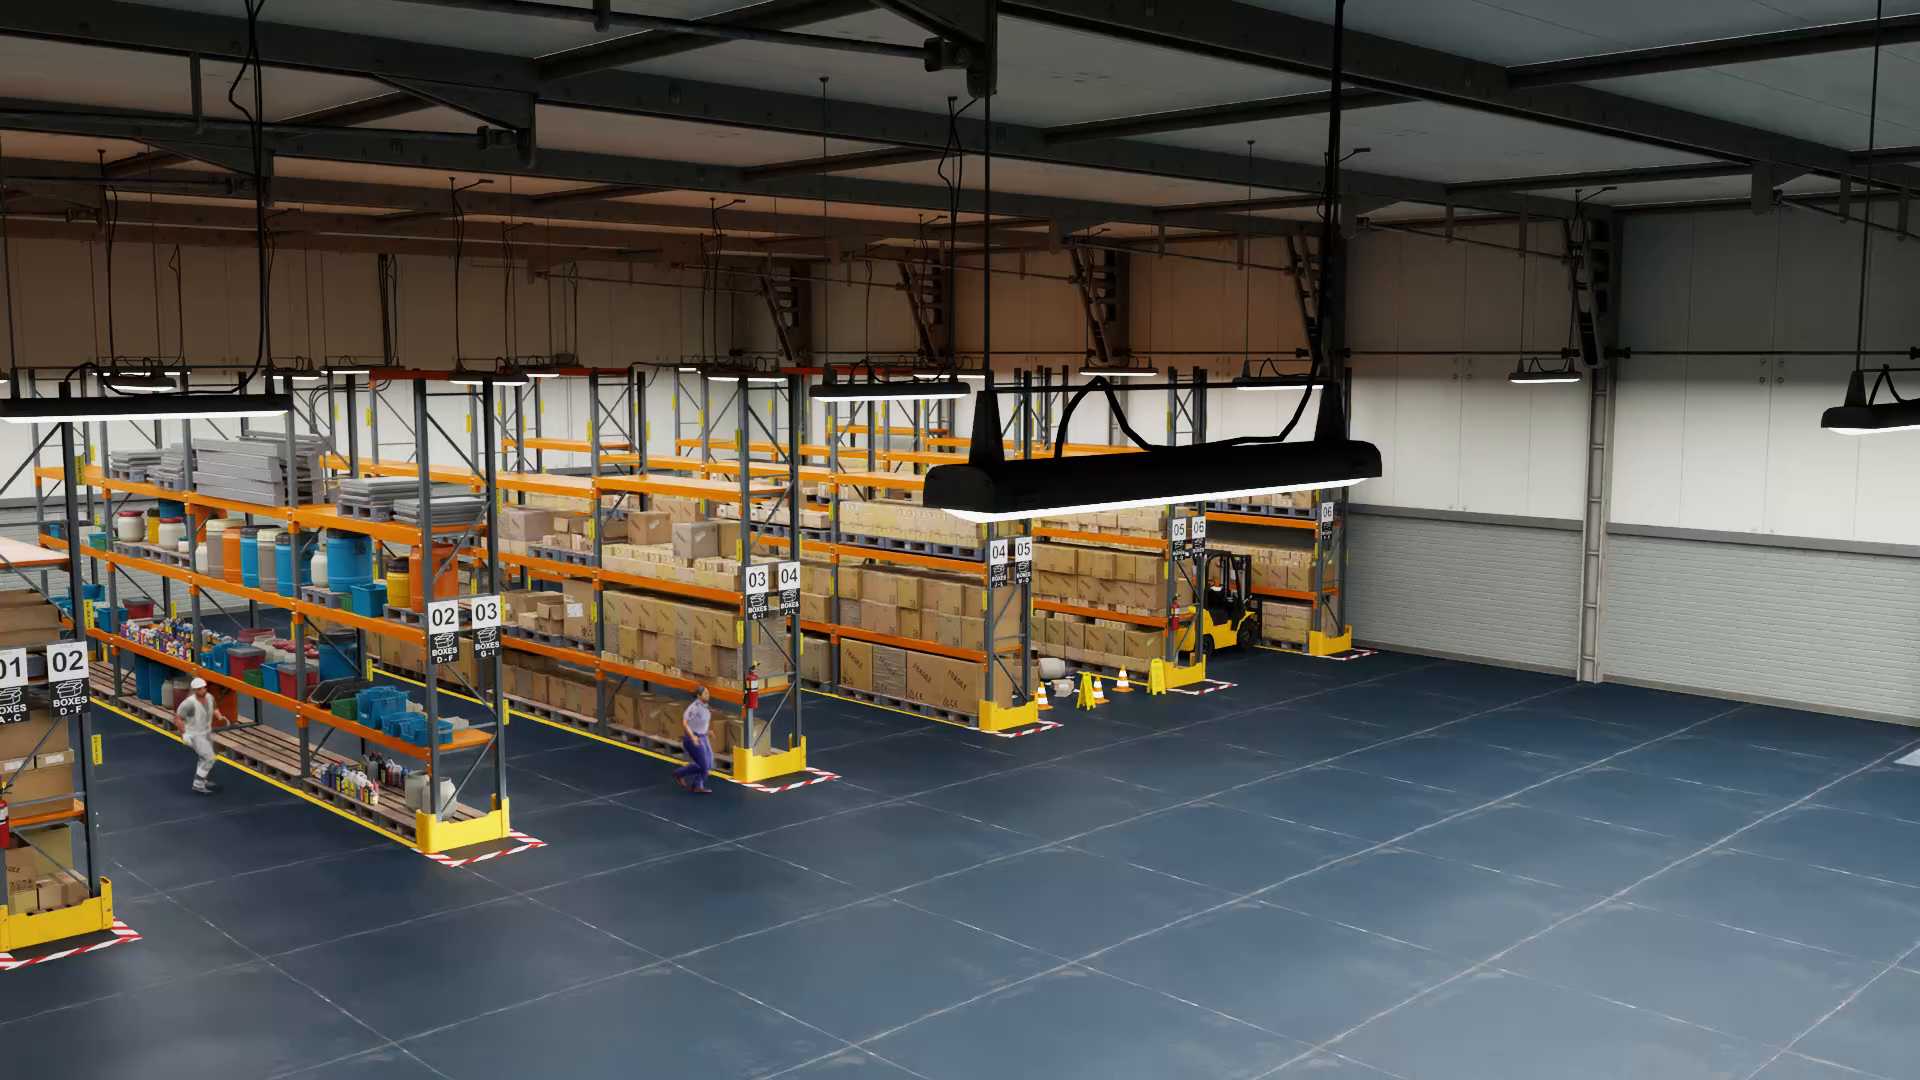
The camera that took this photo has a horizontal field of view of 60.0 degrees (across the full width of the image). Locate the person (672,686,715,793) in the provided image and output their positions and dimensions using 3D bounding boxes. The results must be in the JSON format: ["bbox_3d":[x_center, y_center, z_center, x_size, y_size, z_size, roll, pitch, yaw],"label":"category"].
[{"bbox_3d":[-3.833,2.868,23.896,0.599,1.577,0.631,1,7,8],"label":"person"}]

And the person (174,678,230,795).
[{"bbox_3d":[-10.886,2.796,23.954,0.723,1.703,0.683,1,7,10],"label":"person"}]
